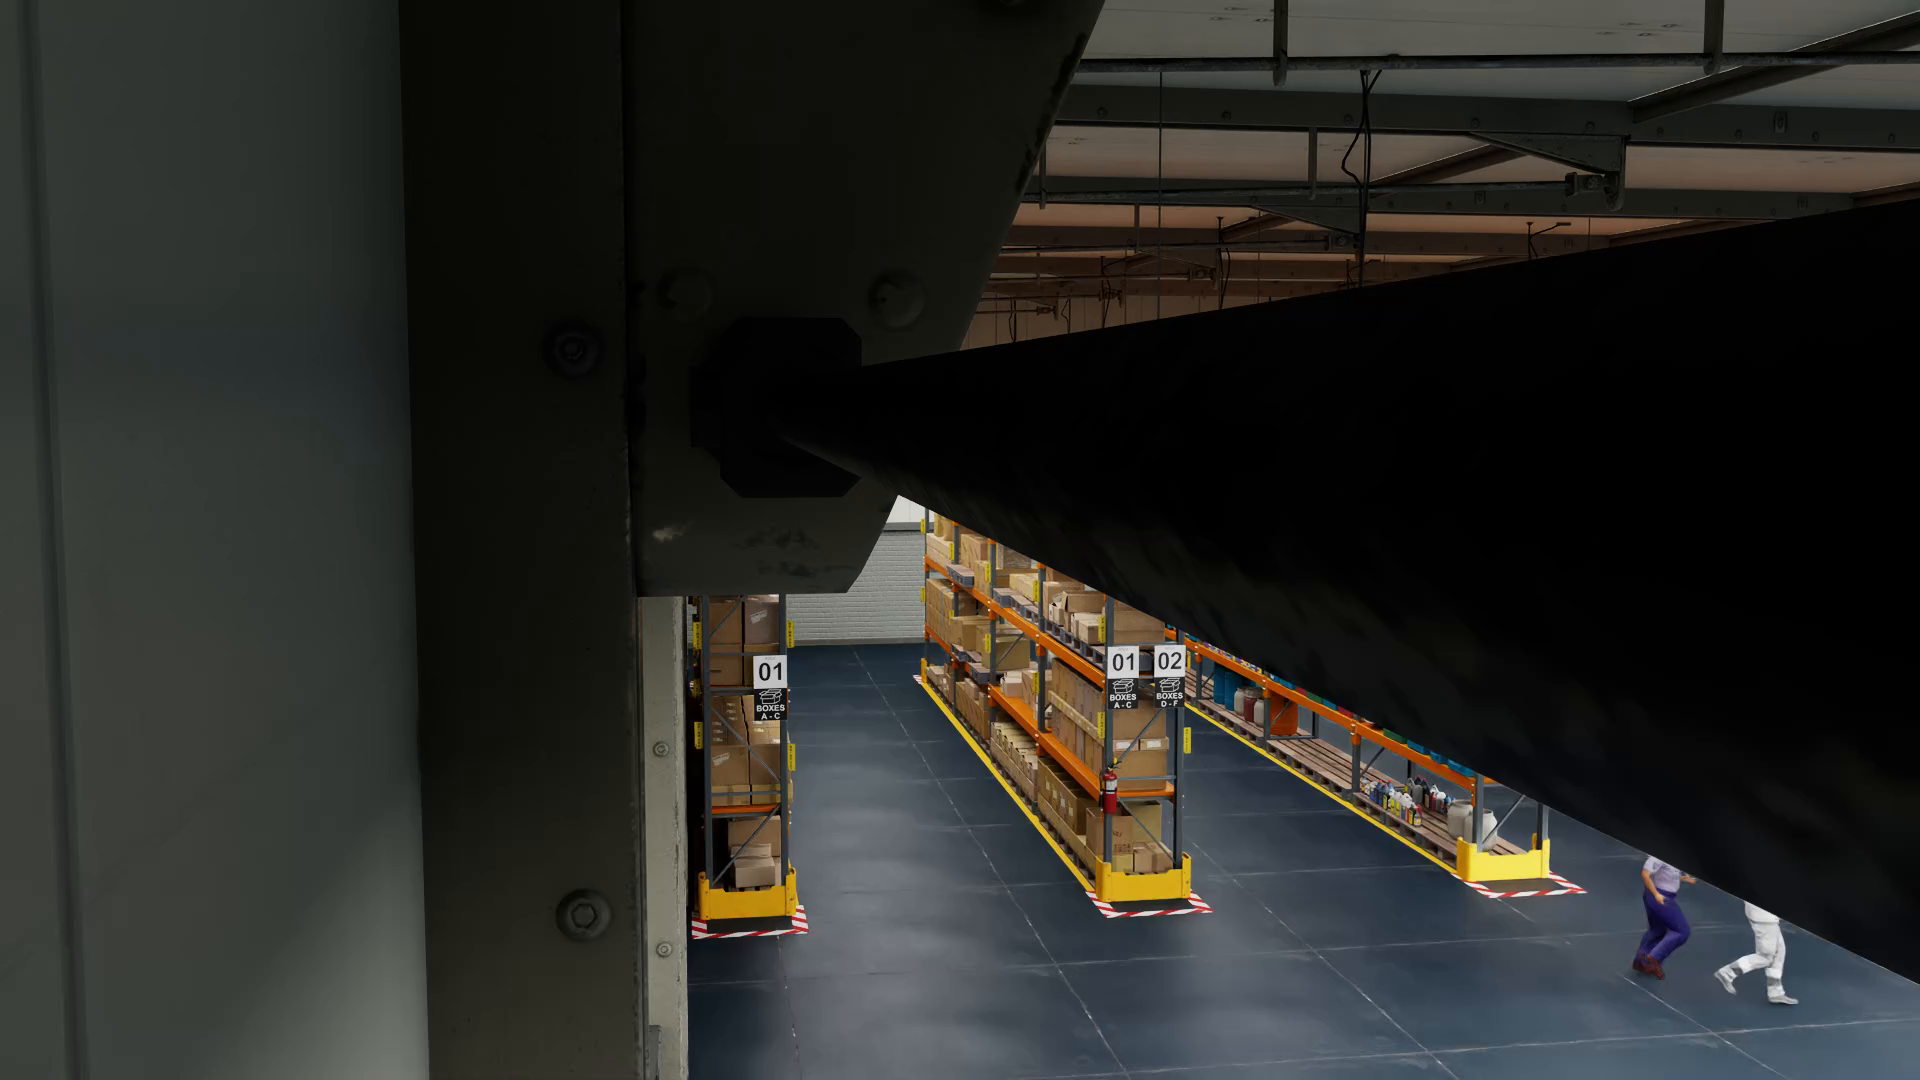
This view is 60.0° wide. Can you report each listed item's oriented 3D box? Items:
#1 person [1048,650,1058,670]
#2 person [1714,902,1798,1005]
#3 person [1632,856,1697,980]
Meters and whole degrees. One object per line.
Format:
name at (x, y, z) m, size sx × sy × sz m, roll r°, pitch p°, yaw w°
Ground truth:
person at (1.993, 2.194, 34.841) m, size 0.655 × 1.854 × 0.685 m, roll -1°, pitch 5°, yaw -16°
person at (8.278, 3.936, 17.238) m, size 0.854 × 1.775 × 0.661 m, roll 1°, pitch 5°, yaw 10°
person at (7.673, 3.938, 18.066) m, size 0.615 × 1.624 × 0.581 m, roll 2°, pitch 5°, yaw 18°
